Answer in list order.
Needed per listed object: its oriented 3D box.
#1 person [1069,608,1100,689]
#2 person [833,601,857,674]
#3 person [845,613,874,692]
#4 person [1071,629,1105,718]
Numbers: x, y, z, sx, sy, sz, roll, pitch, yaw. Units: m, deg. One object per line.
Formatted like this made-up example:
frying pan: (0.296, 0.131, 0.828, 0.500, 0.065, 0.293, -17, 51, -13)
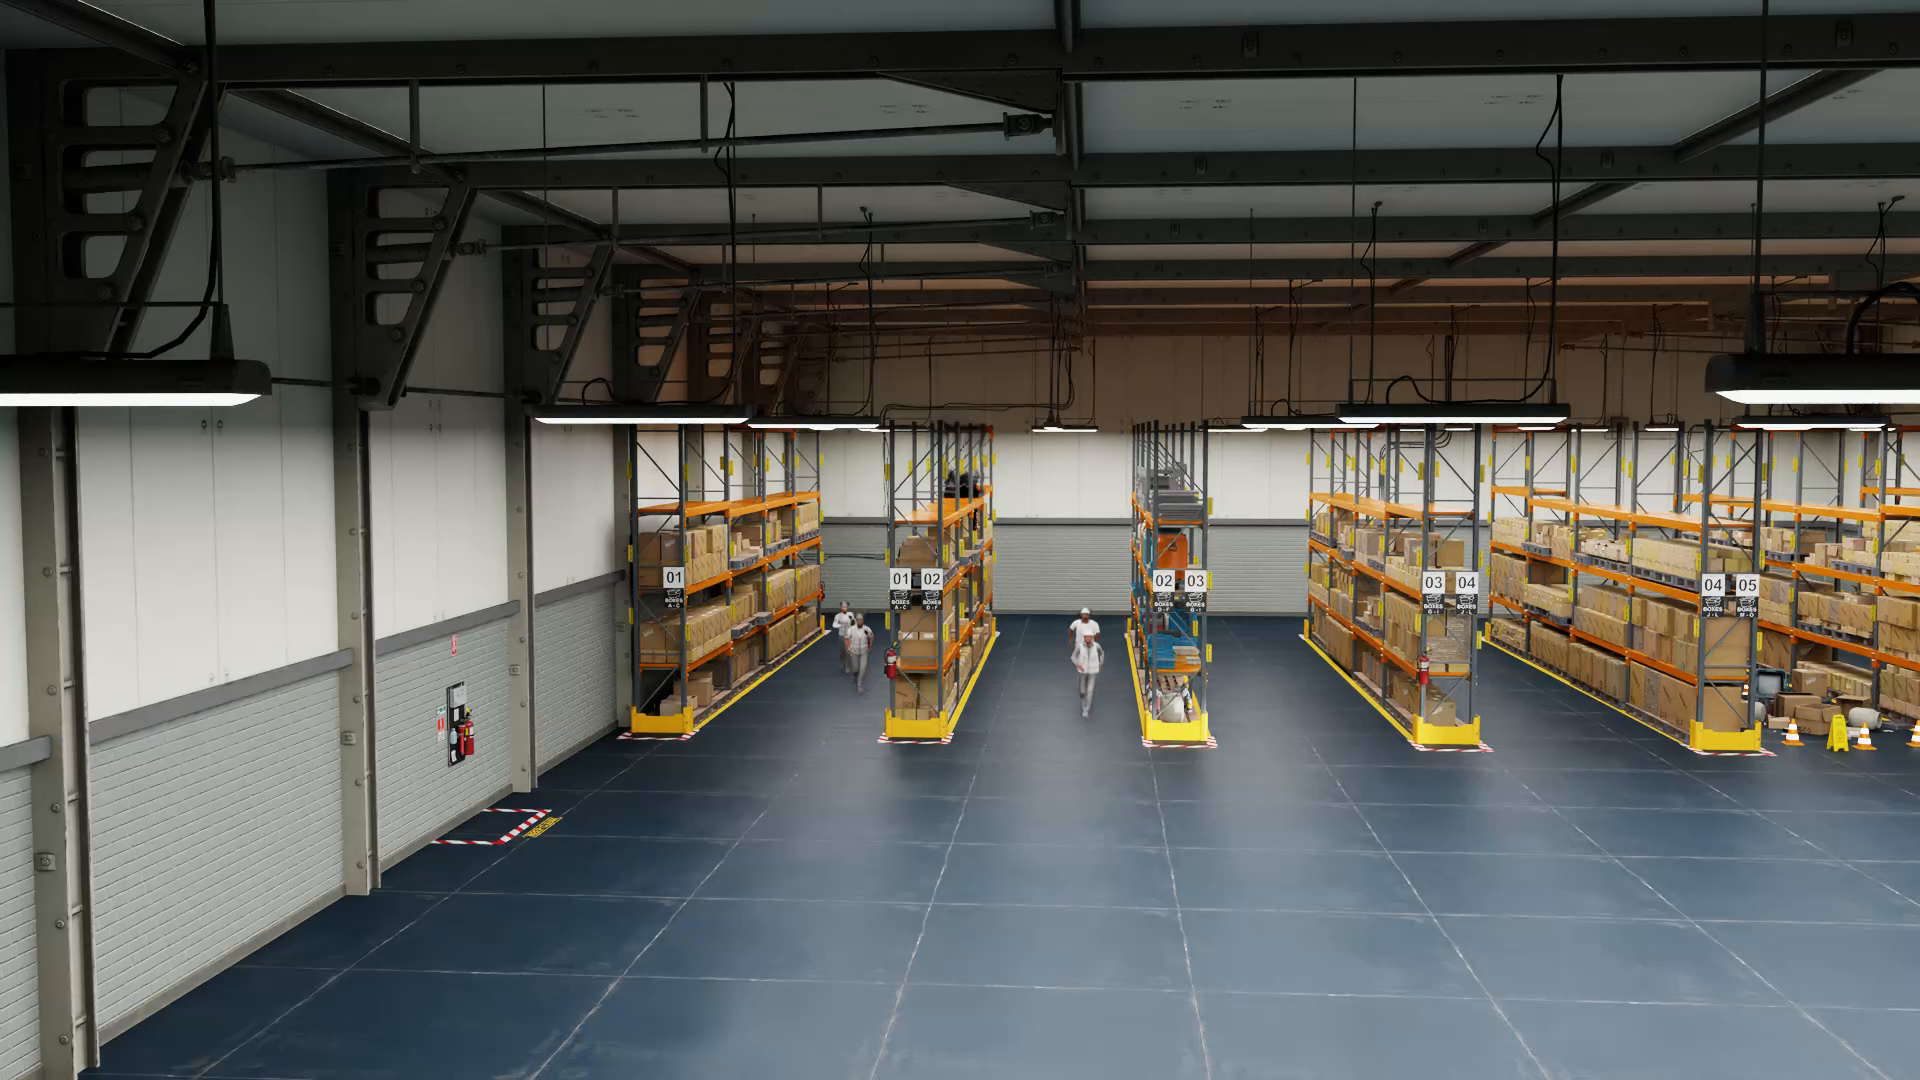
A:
person: (2.827, 2.452, 37.744, 0.678, 1.828, 0.778, 0, 4, 1)
person: (-2.757, 2.336, 40.227, 0.621, 1.746, 0.872, 0, 4, -1)
person: (-2.251, 2.514, 37.286, 0.672, 1.755, 0.644, 0, 4, -7)
person: (2.622, 2.699, 34.075, 0.683, 1.766, 0.913, 0, 4, 4)
